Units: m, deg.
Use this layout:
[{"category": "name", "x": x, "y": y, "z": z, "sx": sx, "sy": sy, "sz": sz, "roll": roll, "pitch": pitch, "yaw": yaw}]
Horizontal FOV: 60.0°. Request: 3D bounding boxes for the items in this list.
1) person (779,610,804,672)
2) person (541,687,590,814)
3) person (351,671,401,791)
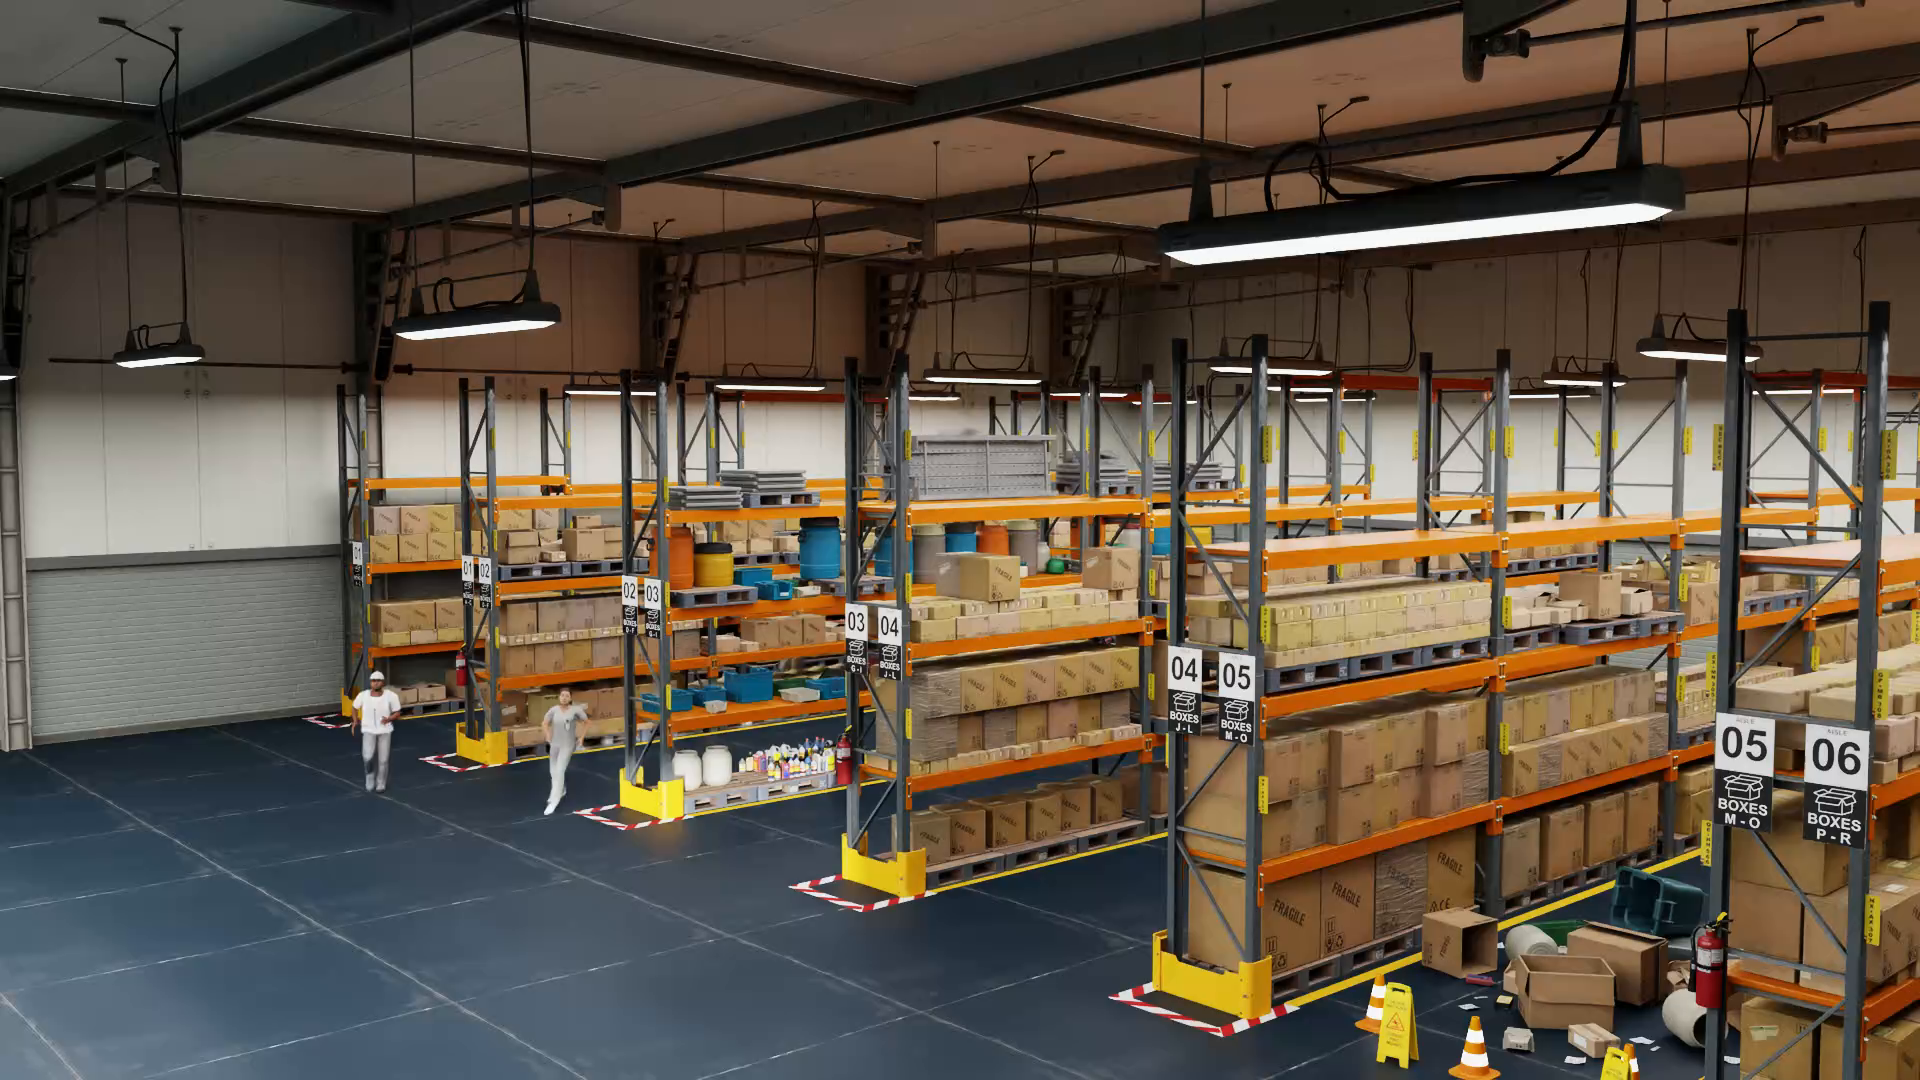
[{"category": "person", "x": -3.267, "y": 2.194, "z": 32.460, "sx": 0.665, "sy": 1.685, "sz": 0.593, "roll": 3, "pitch": 5, "yaw": 42}, {"category": "person", "x": -5.413, "y": 2.845, "z": 22.739, "sx": 0.615, "sy": 1.692, "sz": 0.786, "roll": 1, "pitch": 4, "yaw": 9}, {"category": "person", "x": -8.301, "y": 2.731, "z": 23.643, "sx": 0.687, "sy": 1.724, "sz": 0.638, "roll": -1, "pitch": 4, "yaw": -16}]
